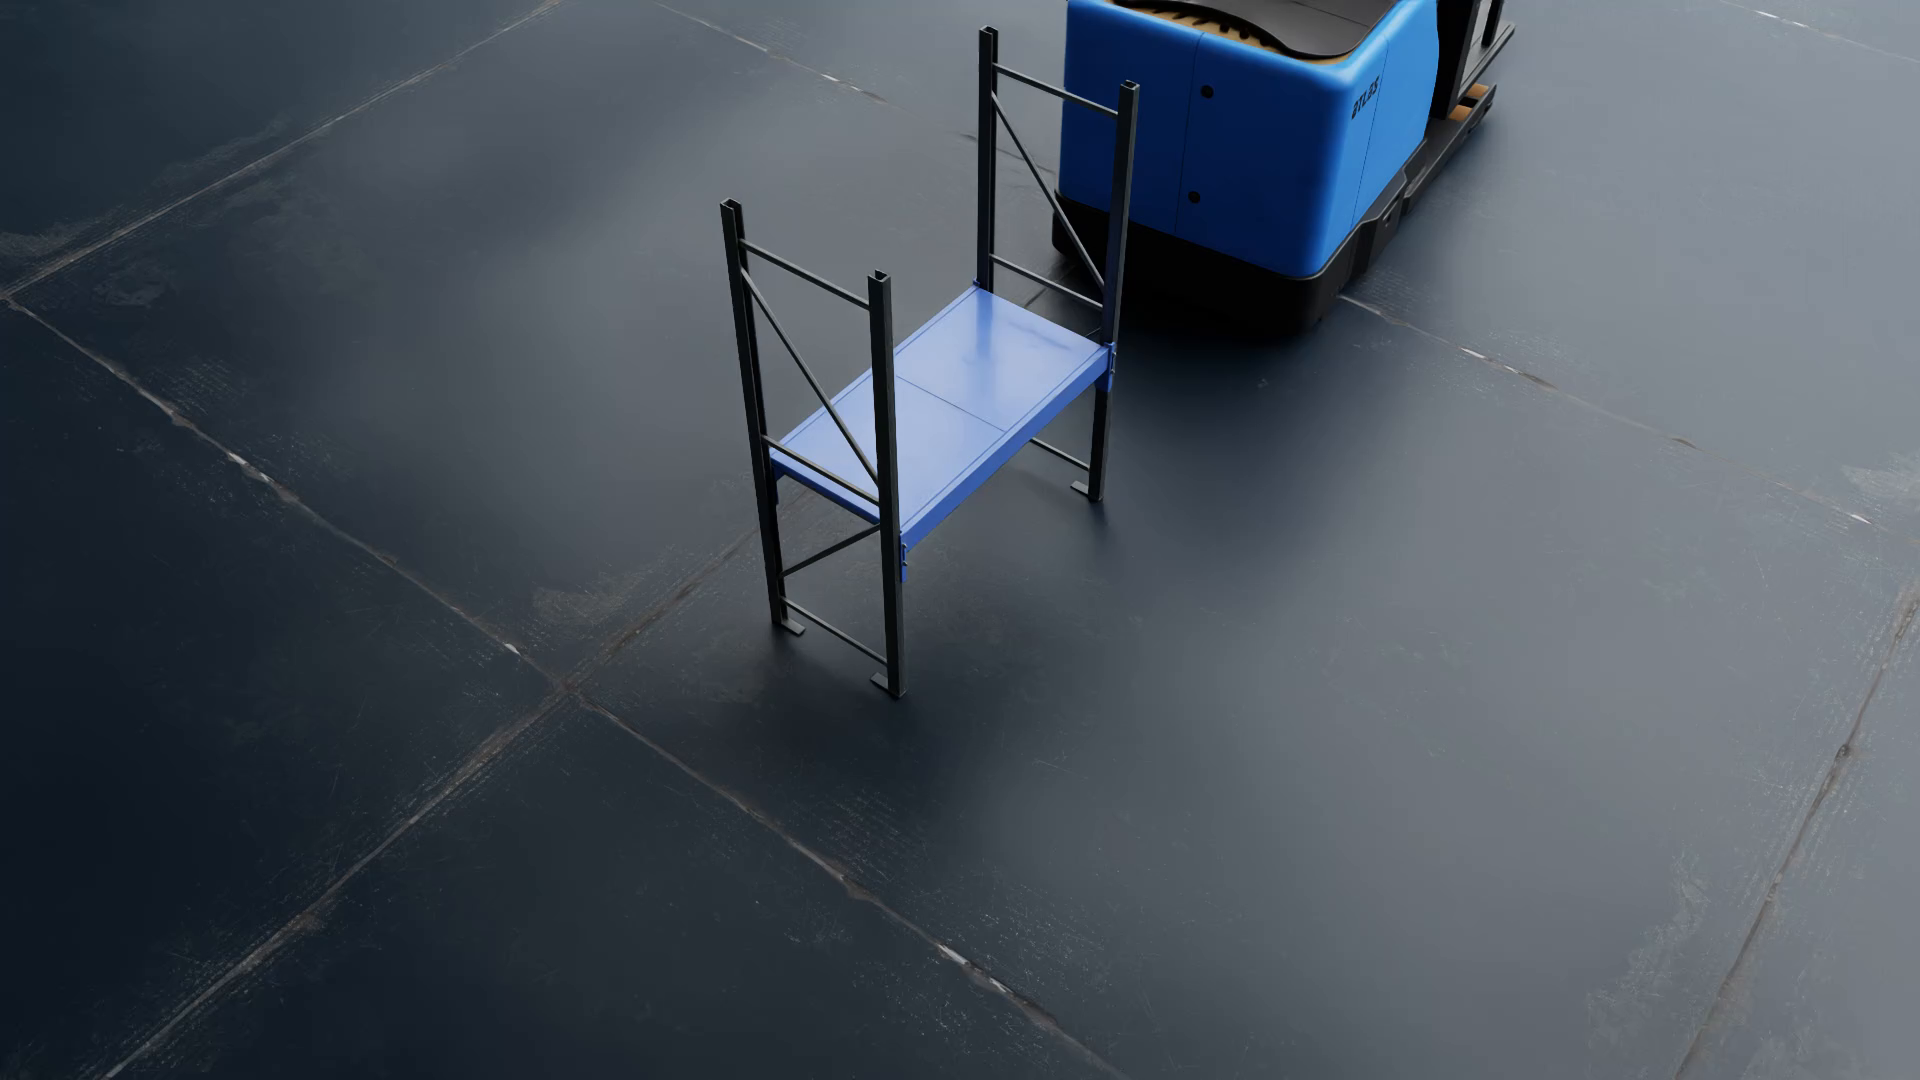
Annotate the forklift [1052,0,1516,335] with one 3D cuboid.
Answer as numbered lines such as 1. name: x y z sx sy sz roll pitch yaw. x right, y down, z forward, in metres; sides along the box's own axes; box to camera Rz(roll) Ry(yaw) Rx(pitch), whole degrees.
1. forklift: 1.552 -2.781 5.880 1.130 2.935 3.031 24 51 22

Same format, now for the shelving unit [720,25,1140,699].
1. shelving unit: -0.052 -0.469 4.661 0.538 1.500 1.048 29 53 25

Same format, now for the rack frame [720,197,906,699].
1. rack frame: -0.363 -0.178 4.383 0.500 1.500 0.032 29 53 25

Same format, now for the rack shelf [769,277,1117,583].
1. rack shelf: -0.052 -0.345 4.791 0.538 0.185 1.000 29 53 25

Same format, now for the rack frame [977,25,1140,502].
1. rack frame: 0.259 -0.760 4.939 0.500 1.500 0.032 29 53 25
